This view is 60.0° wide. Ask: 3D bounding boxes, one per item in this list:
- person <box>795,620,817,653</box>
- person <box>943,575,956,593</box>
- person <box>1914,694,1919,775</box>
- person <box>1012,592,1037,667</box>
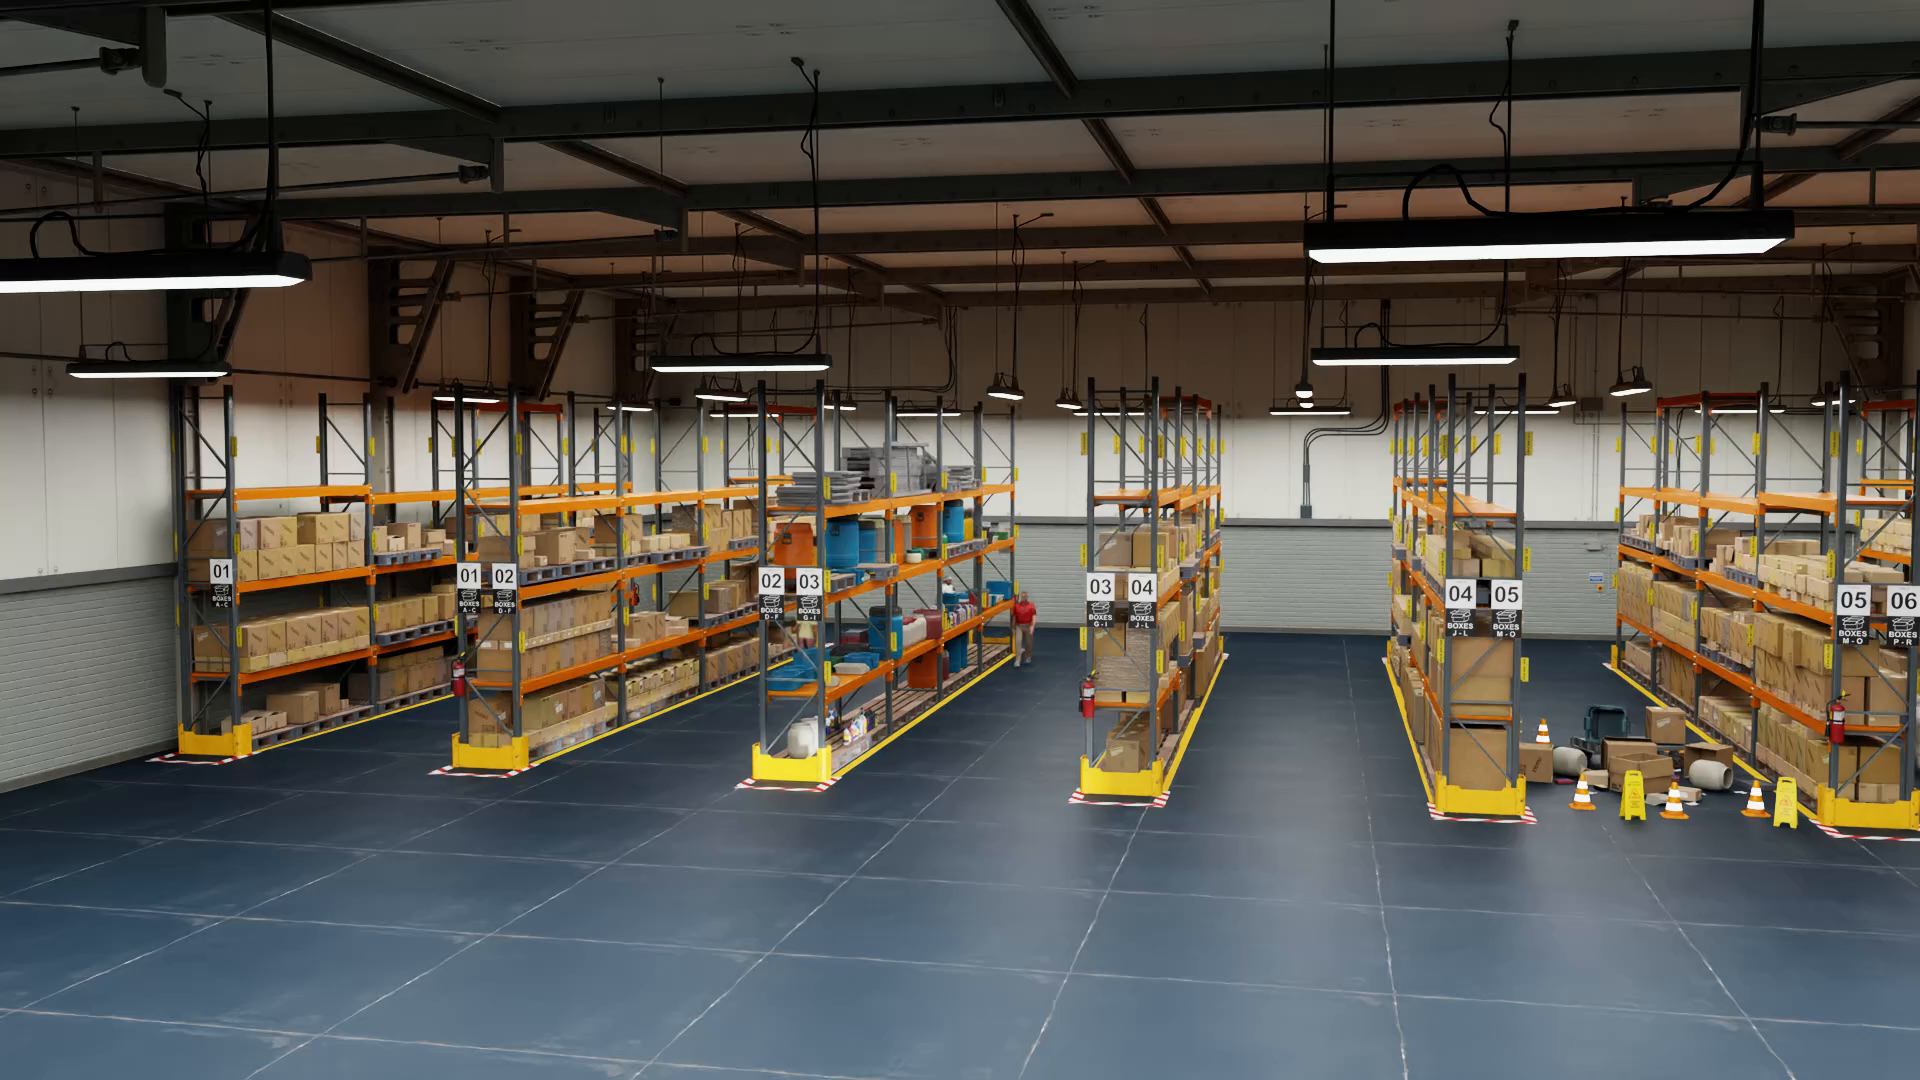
[{"bbox_3d":[-3.352,2.172,35.966,0.508,1.646,0.621,1,3,13],"label":"person"},{"bbox_3d":[-0.319,1.726,43.687,1.004,1.645,0.435,2,4,26],"label":"person"},{"bbox_3d":[14.733,2.763,25.285,0.531,1.660,0.522,1,3,14],"label":"person"},{"bbox_3d":[1.462,2.020,37.923,0.564,1.654,1.062,0,3,2],"label":"person"}]
